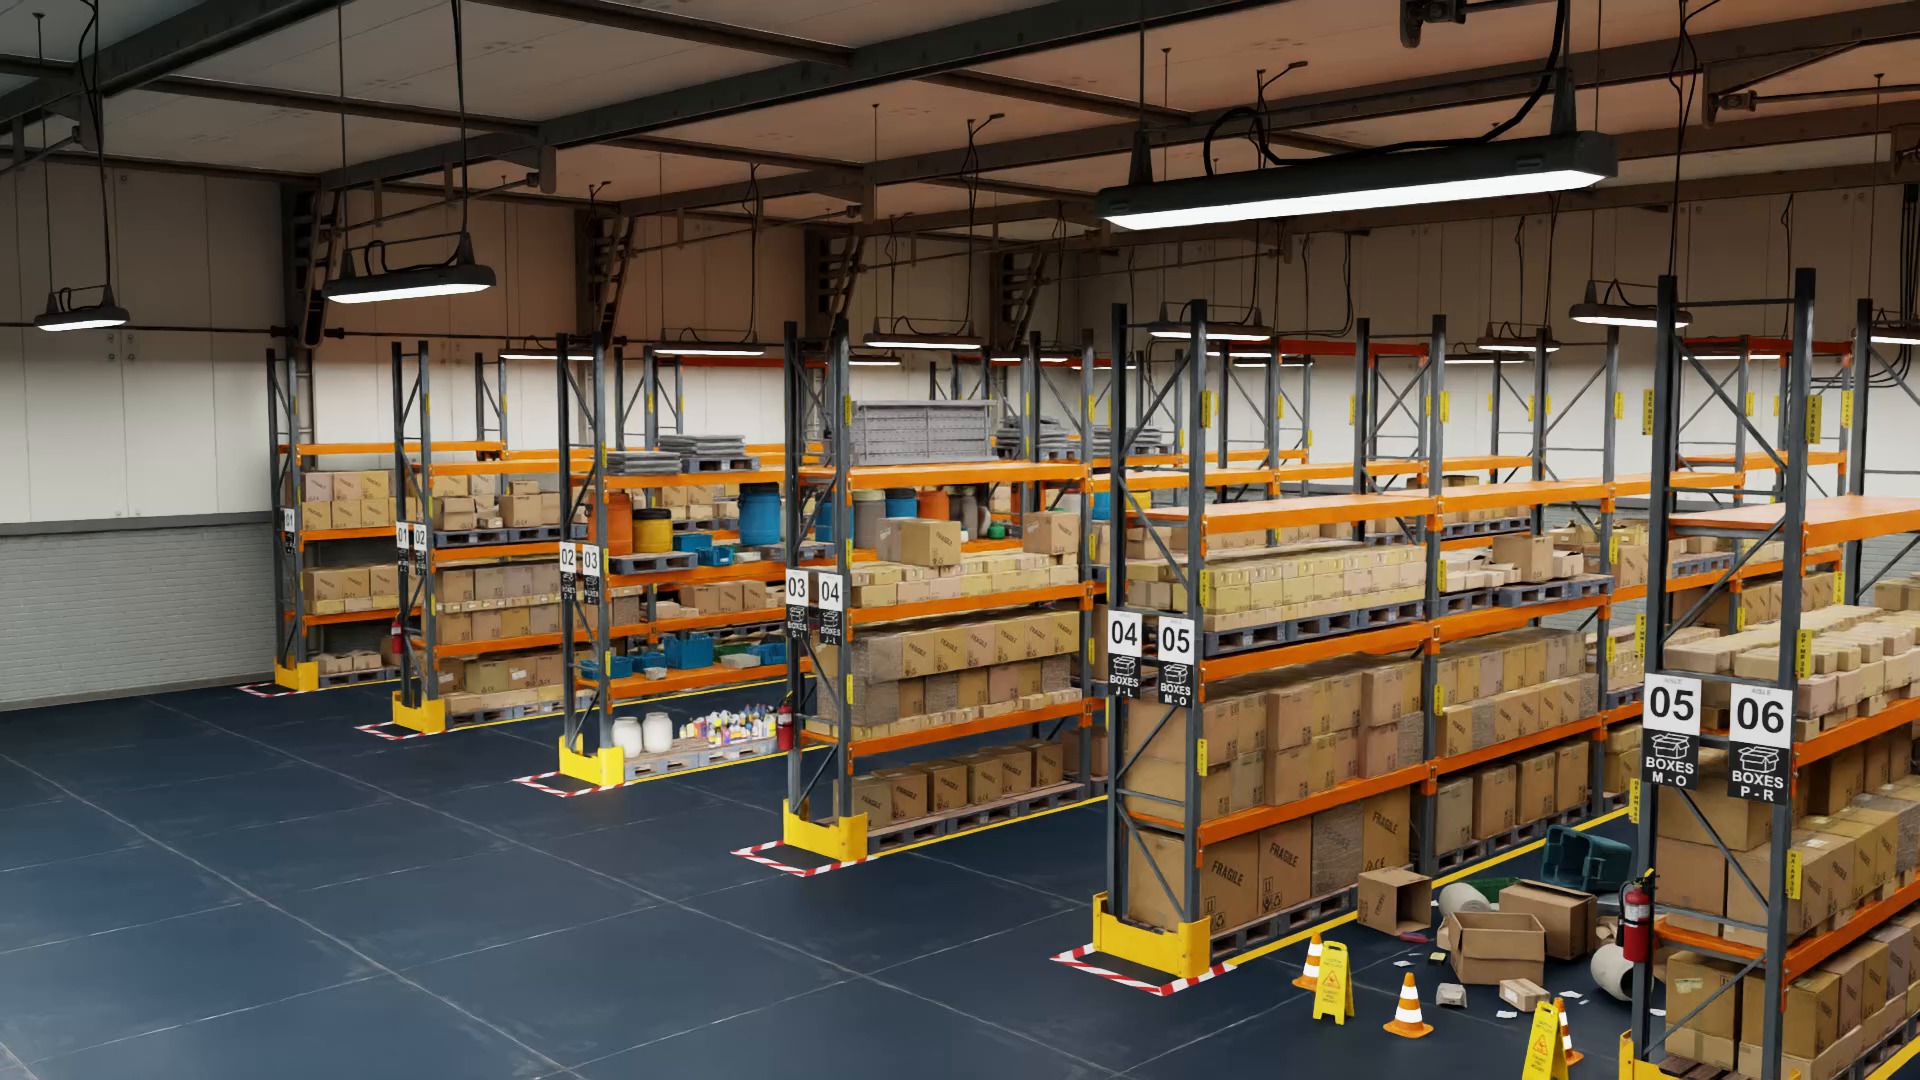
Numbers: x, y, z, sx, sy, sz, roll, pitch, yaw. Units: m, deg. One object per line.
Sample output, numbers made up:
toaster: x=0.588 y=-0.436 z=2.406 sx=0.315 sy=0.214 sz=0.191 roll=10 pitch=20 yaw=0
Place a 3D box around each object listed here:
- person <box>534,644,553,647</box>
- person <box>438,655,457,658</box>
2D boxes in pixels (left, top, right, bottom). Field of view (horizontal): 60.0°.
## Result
person: x=-7.405 y=1.771 z=29.373 sx=0.547 sy=1.681 sz=0.720 roll=-3 pitch=6 yaw=-34
person: x=-8.622 y=1.955 z=27.688 sx=0.580 sy=1.677 sz=0.666 roll=4 pitch=6 yaw=37
